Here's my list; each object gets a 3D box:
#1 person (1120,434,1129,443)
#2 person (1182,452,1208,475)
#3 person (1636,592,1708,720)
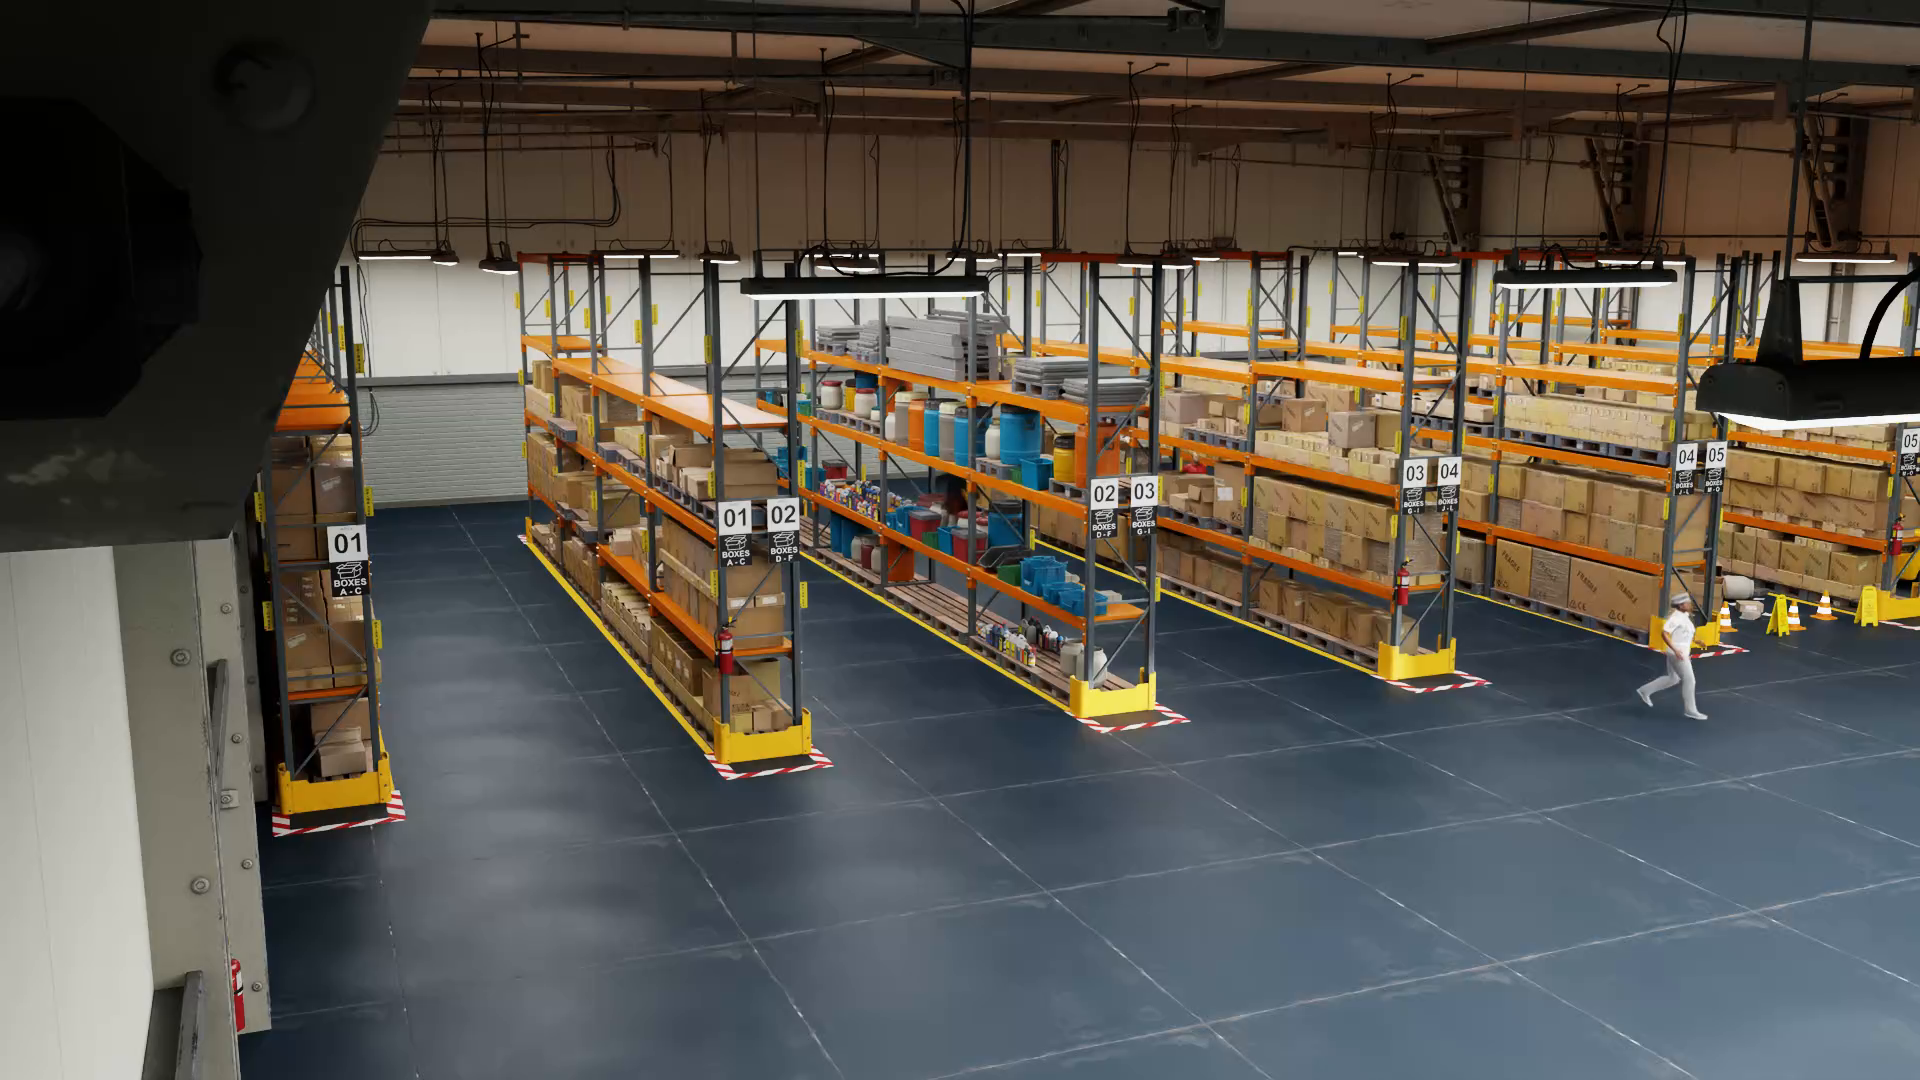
[{"bbox_3d":[3.848,-1.957,41.065,0.600,1.764,0.804,-8,13,-37],"label":"person"},{"bbox_3d":[5.087,-1.054,36.024,0.674,1.696,0.921,-5,12,-26],"label":"person"},{"bbox_3d":[9.492,1.515,22.063,0.906,1.675,0.597,5,12,26],"label":"person"}]
